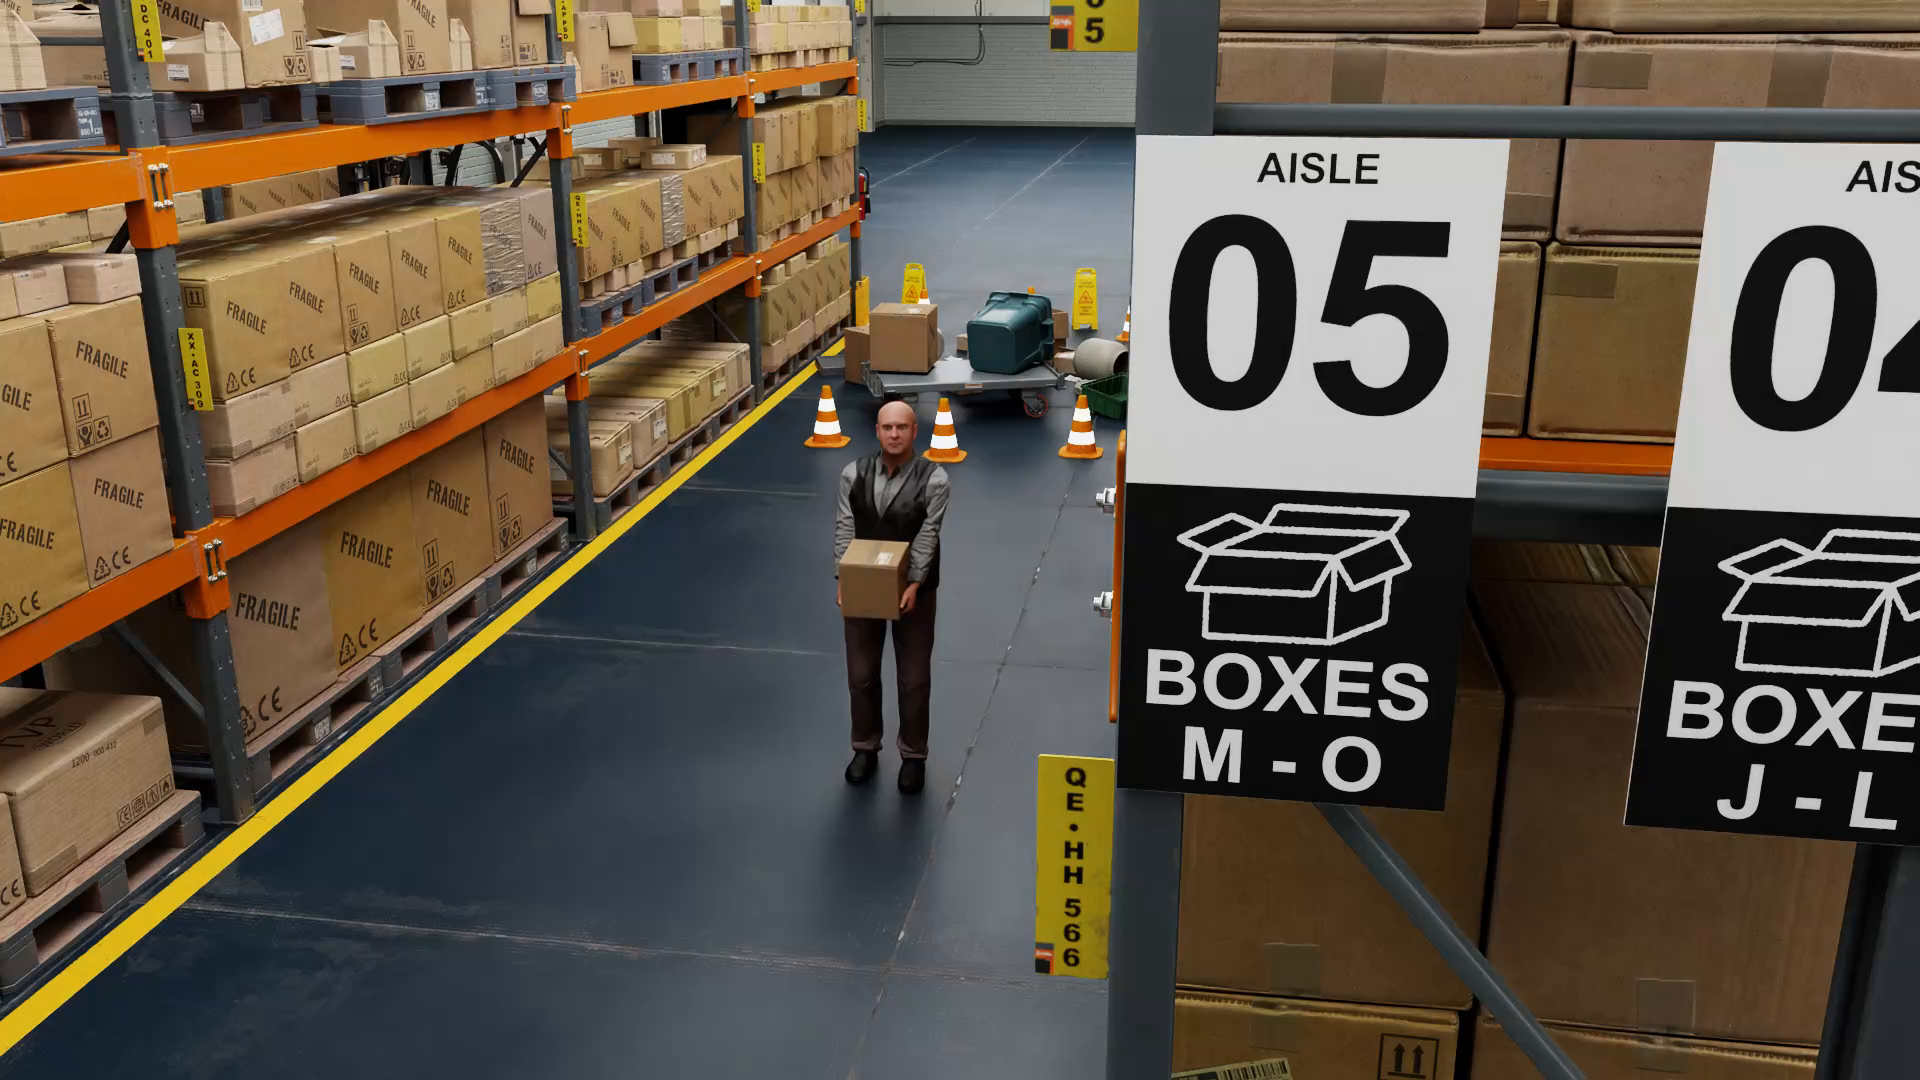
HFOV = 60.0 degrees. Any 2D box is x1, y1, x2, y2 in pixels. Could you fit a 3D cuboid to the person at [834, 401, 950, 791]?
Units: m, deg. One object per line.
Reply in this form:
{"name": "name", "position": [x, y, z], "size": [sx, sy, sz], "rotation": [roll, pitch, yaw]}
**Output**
{"name": "person", "position": [-0.307, 0.266, 7.274], "size": [0.494, 1.713, 0.556], "rotation": [3, 18, 10]}
